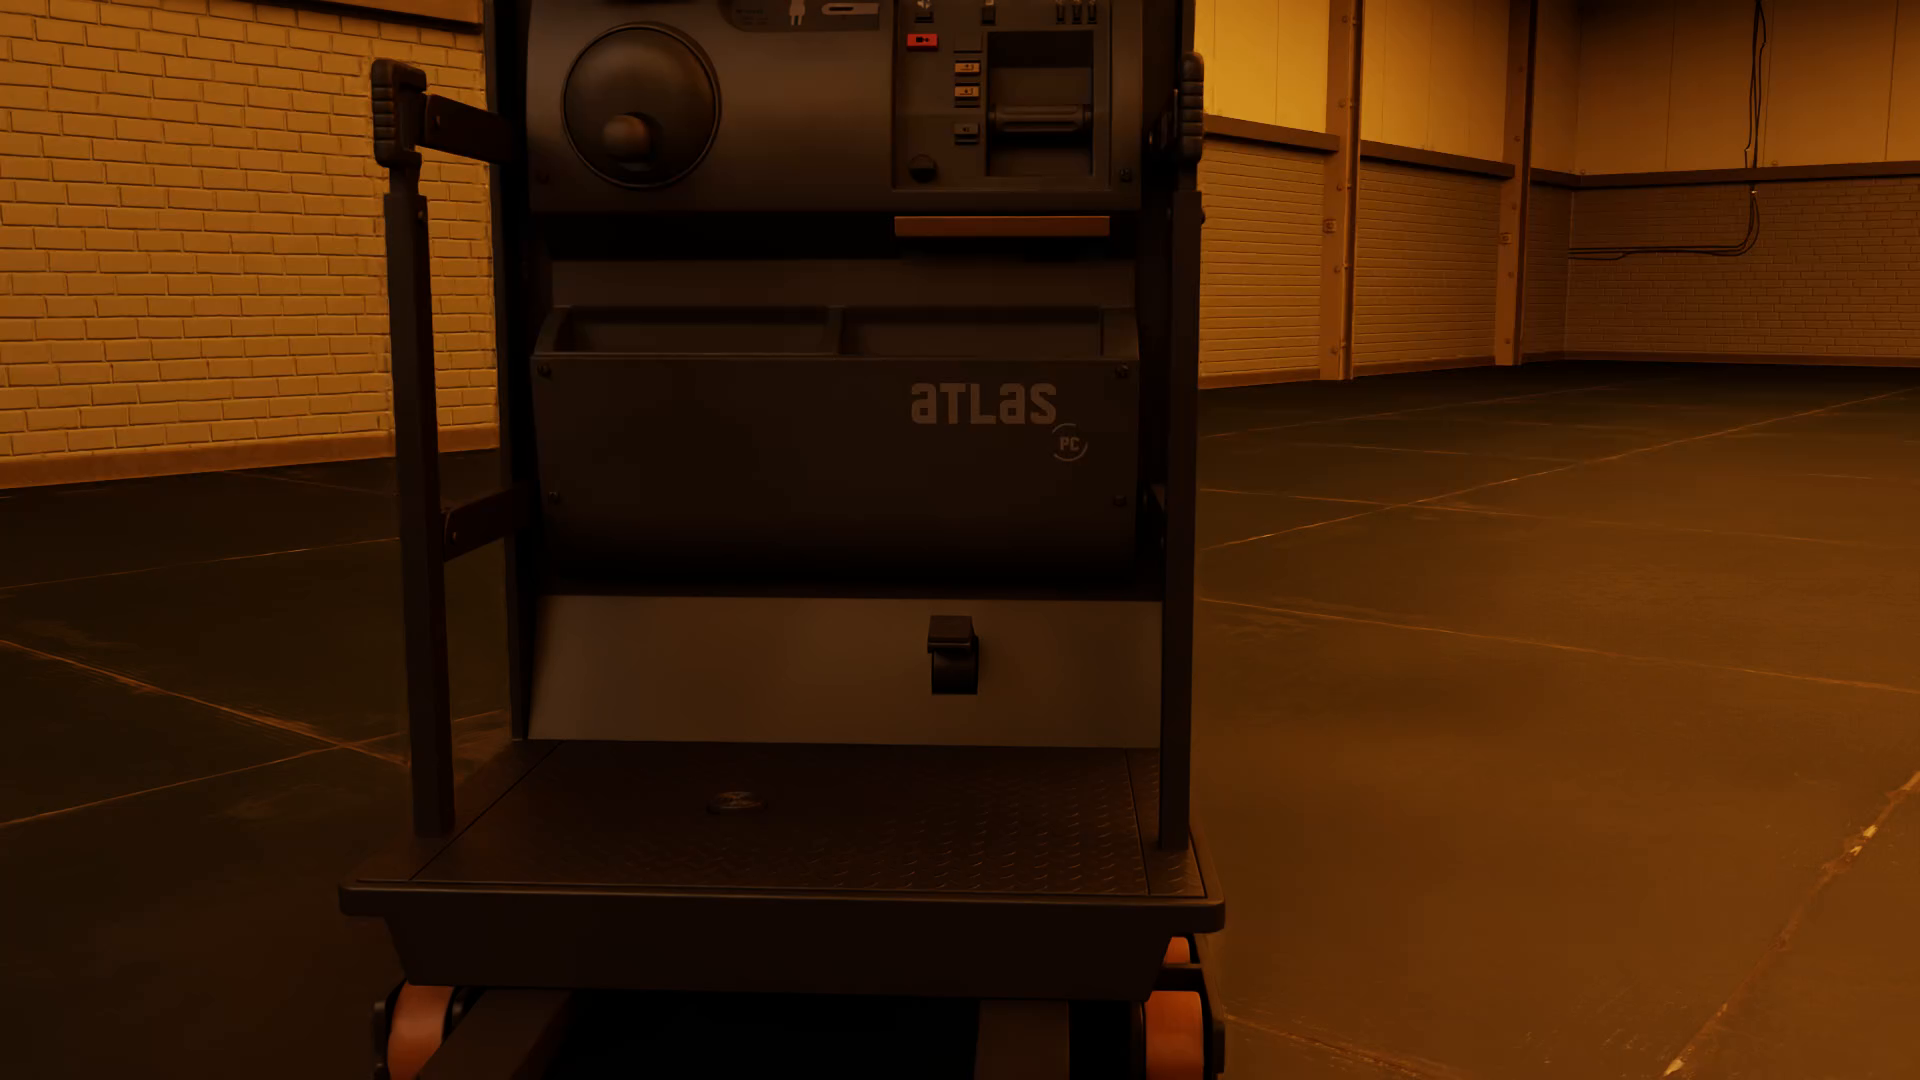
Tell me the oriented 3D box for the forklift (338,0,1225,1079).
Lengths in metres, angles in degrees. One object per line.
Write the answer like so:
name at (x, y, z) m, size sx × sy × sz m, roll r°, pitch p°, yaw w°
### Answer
forklift at (-0.200, -0.736, 2.314) m, size 1.130 × 2.935 × 3.031 m, roll 0°, pitch 8°, yaw 3°
